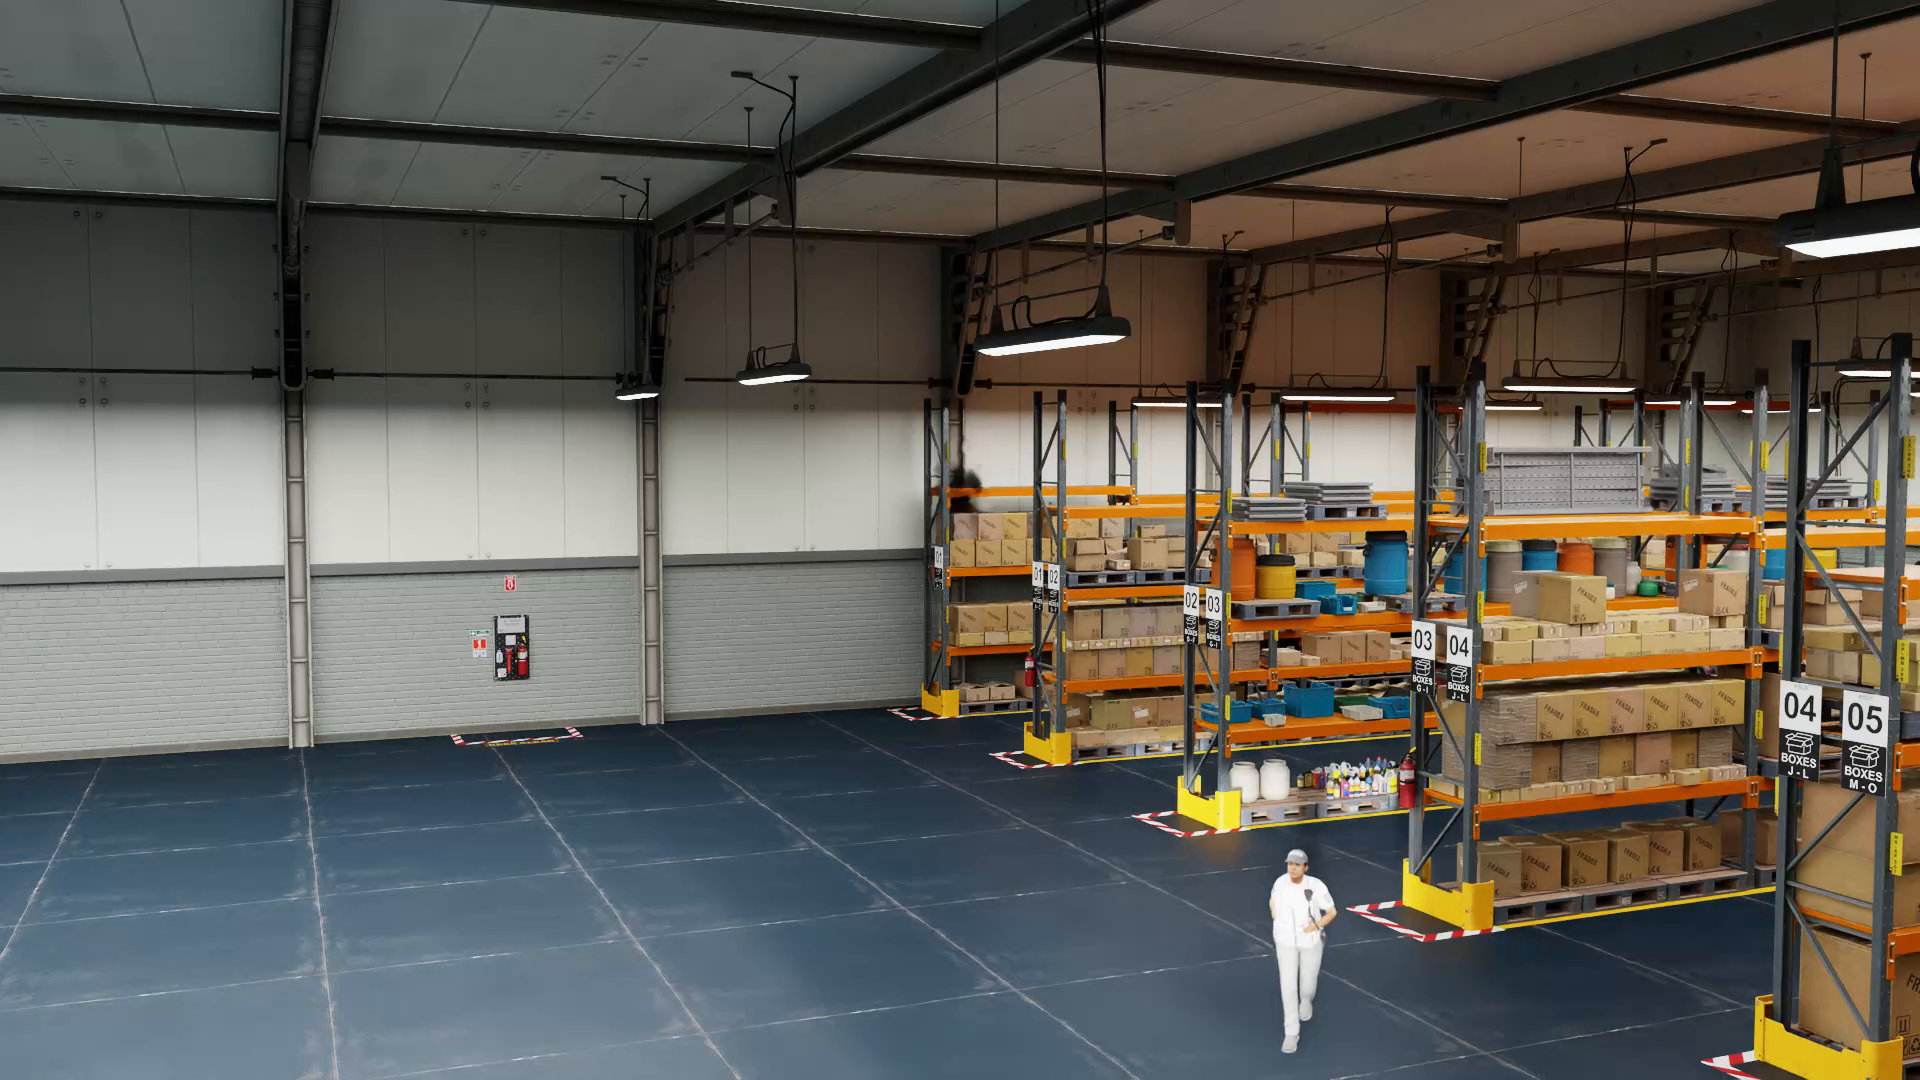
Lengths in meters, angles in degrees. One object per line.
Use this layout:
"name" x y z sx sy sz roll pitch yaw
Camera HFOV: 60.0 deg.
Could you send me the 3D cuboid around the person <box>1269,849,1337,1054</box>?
"person" 2.949 3.498 14.380 0.598 1.677 0.812 1 4 20
